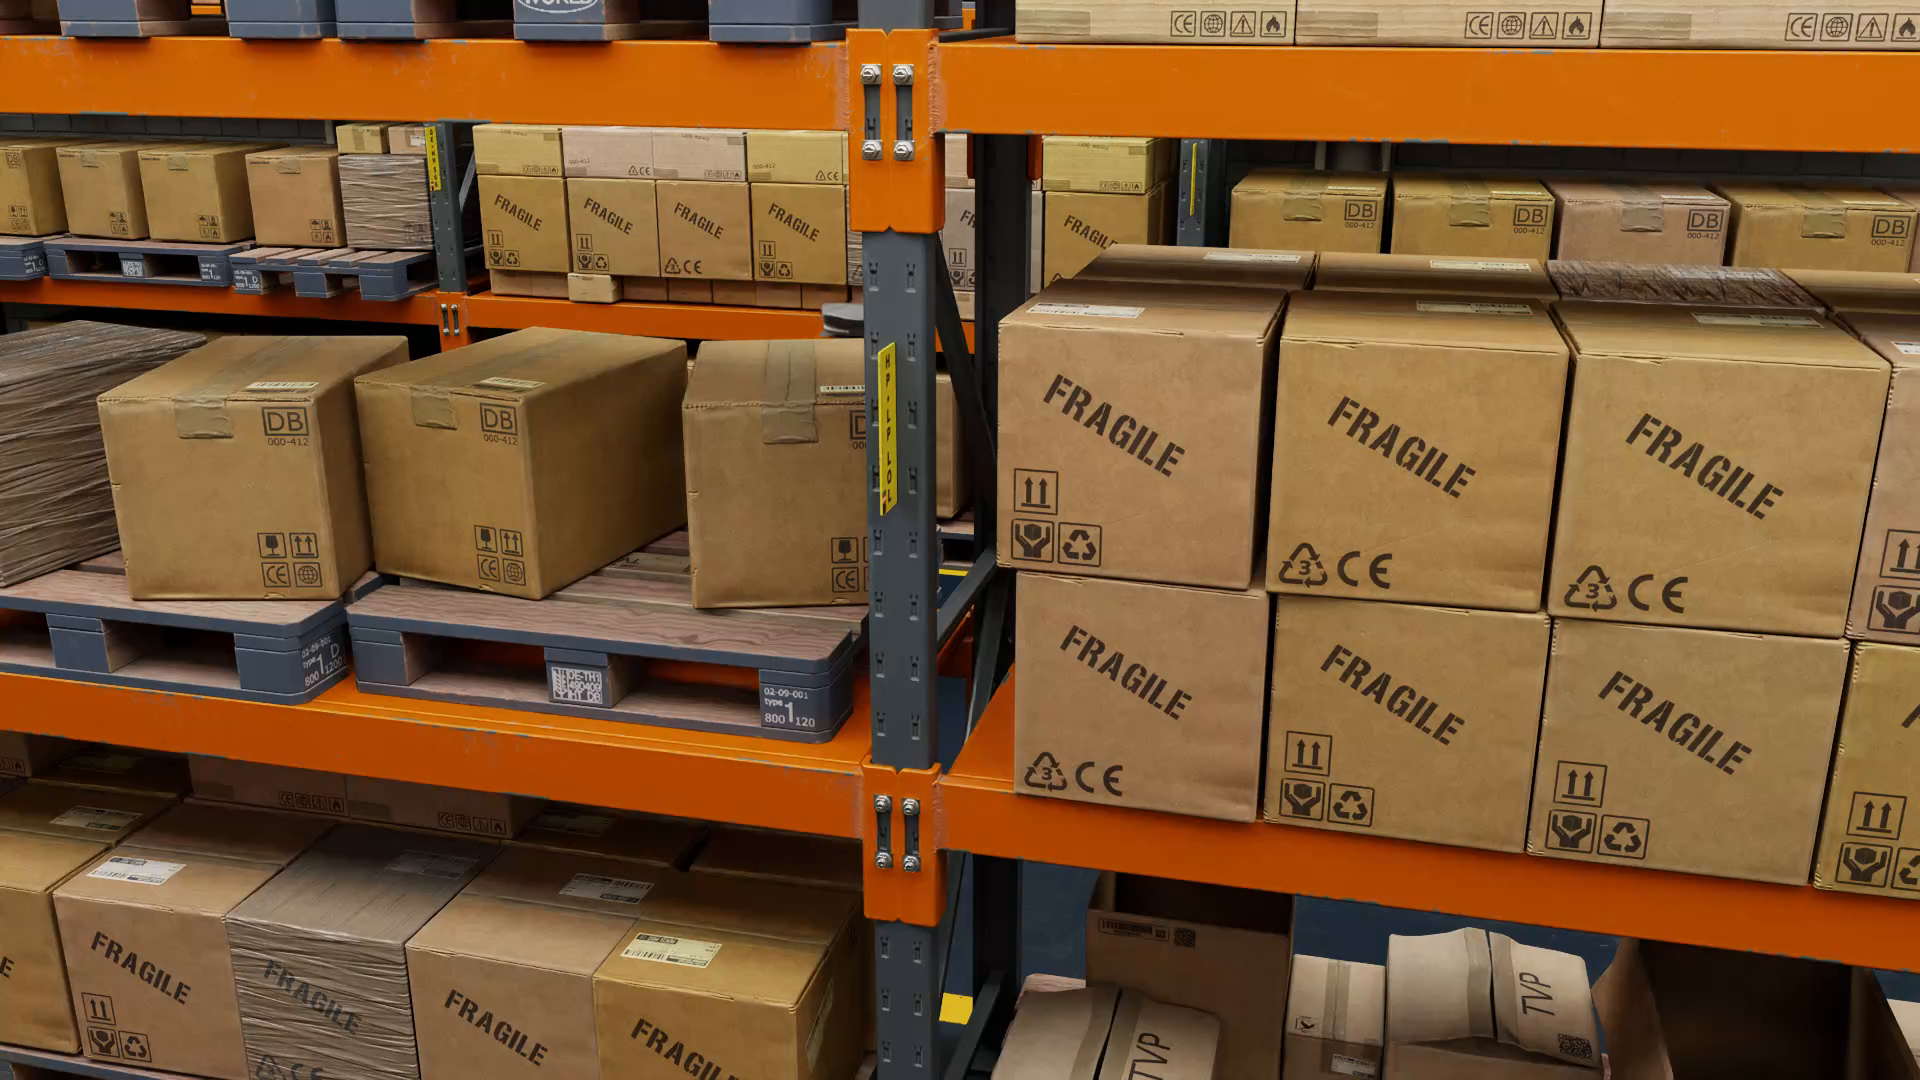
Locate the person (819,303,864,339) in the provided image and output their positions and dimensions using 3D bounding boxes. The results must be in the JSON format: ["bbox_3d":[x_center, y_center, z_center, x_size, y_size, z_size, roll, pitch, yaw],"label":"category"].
[{"bbox_3d":[-0.427,-0.182,7.098,0.412,1.664,0.514,4,19,12],"label":"person"}]
